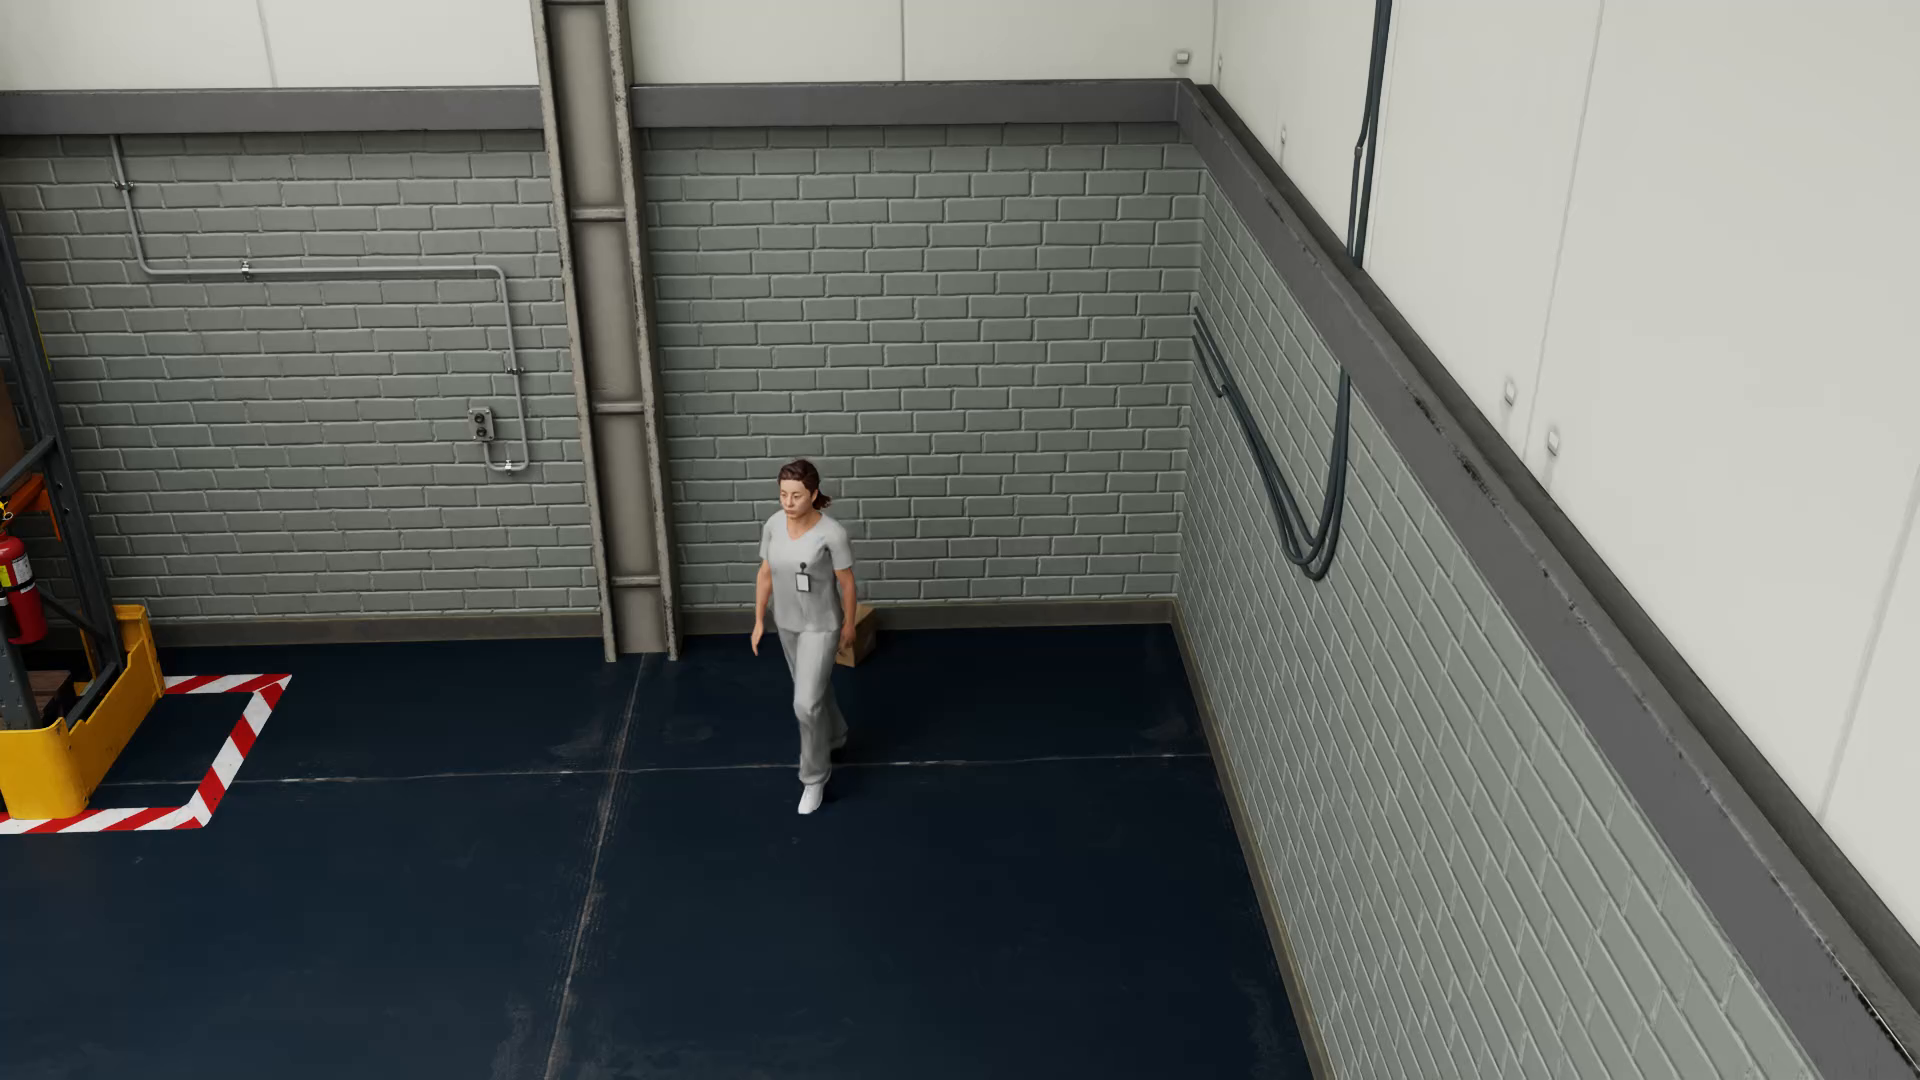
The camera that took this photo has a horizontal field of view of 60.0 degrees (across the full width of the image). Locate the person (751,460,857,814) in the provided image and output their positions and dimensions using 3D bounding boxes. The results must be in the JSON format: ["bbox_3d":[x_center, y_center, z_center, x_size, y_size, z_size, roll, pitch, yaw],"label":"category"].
[{"bbox_3d":[-0.730,0.430,7.825,0.455,1.721,0.587,15,31,26],"label":"person"}]
